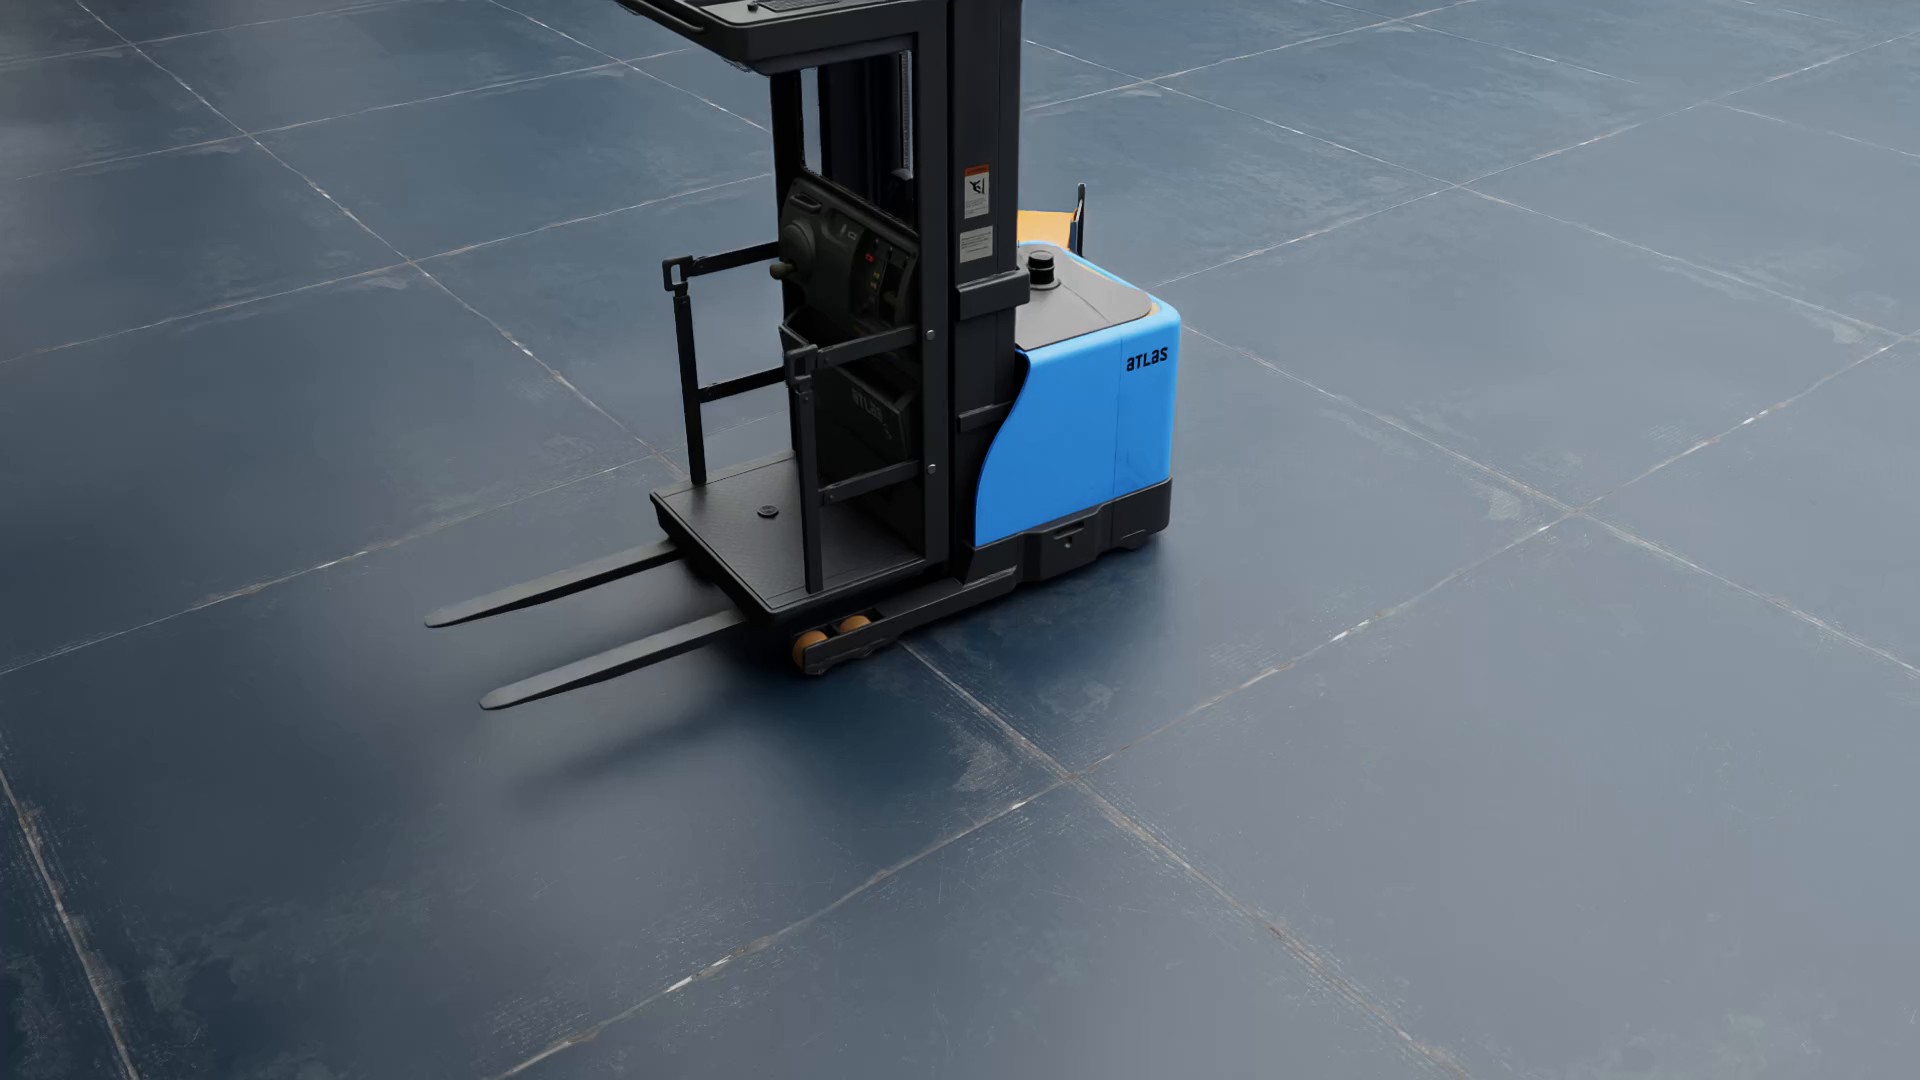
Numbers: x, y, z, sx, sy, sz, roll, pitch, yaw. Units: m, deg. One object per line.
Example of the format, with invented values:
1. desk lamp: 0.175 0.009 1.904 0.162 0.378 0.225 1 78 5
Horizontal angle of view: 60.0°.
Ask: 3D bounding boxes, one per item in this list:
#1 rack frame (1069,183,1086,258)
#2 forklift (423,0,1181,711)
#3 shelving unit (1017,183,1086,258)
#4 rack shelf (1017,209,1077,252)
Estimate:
1. rack frame: 0.540 -1.069 7.905 0.032 1.125 0.500 4 32 7
2. forklift: -0.600 -1.044 6.152 3.031 2.935 1.130 -19 37 -28
3. shelving unit: 0.037 -1.107 7.966 1.048 1.125 0.538 4 32 7
4. rack shelf: 0.037 -1.355 7.811 1.000 0.278 0.538 4 32 7
